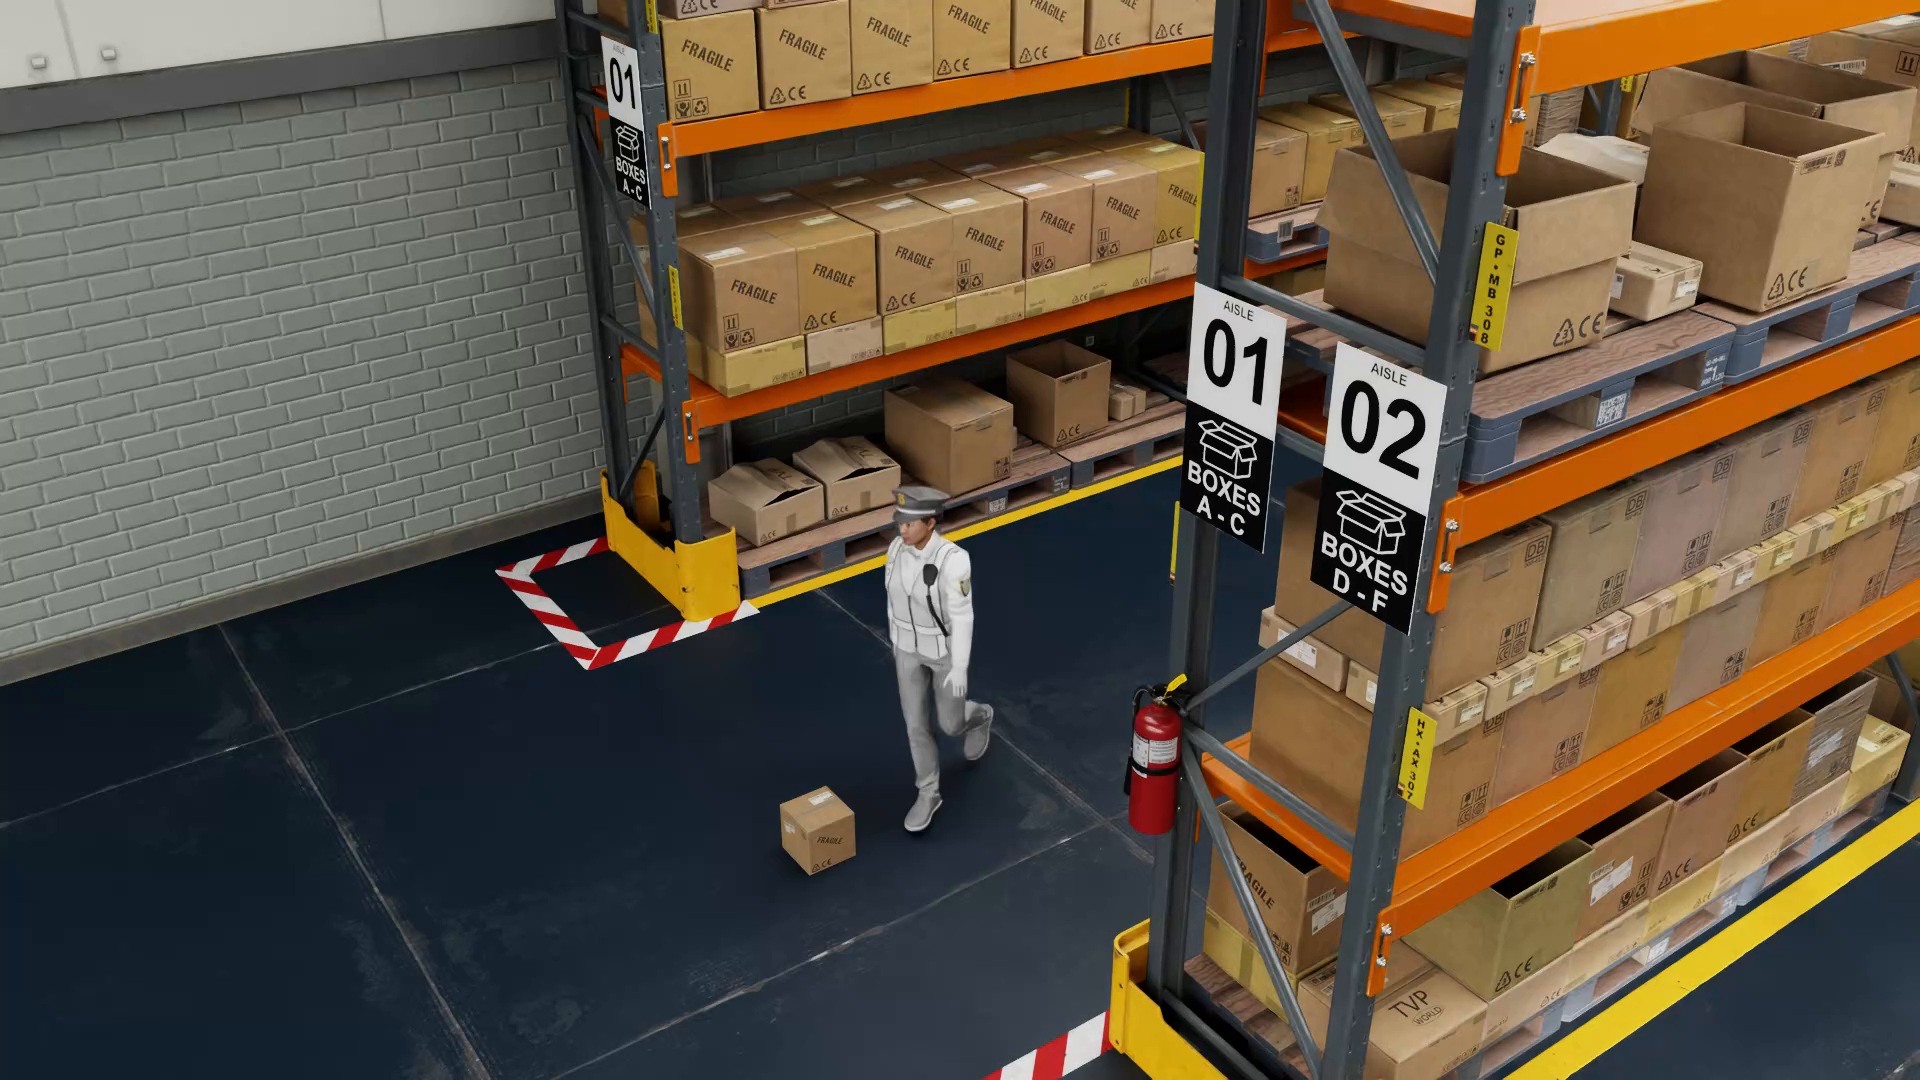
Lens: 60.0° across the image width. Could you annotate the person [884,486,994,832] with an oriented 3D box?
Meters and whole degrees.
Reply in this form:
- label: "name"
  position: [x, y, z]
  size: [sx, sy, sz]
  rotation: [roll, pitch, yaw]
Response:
- label: "person"
  position: [-0.114, 0.477, 7.730]
  size: [0.501, 1.657, 0.762]
  rotation: [14, 32, 24]
